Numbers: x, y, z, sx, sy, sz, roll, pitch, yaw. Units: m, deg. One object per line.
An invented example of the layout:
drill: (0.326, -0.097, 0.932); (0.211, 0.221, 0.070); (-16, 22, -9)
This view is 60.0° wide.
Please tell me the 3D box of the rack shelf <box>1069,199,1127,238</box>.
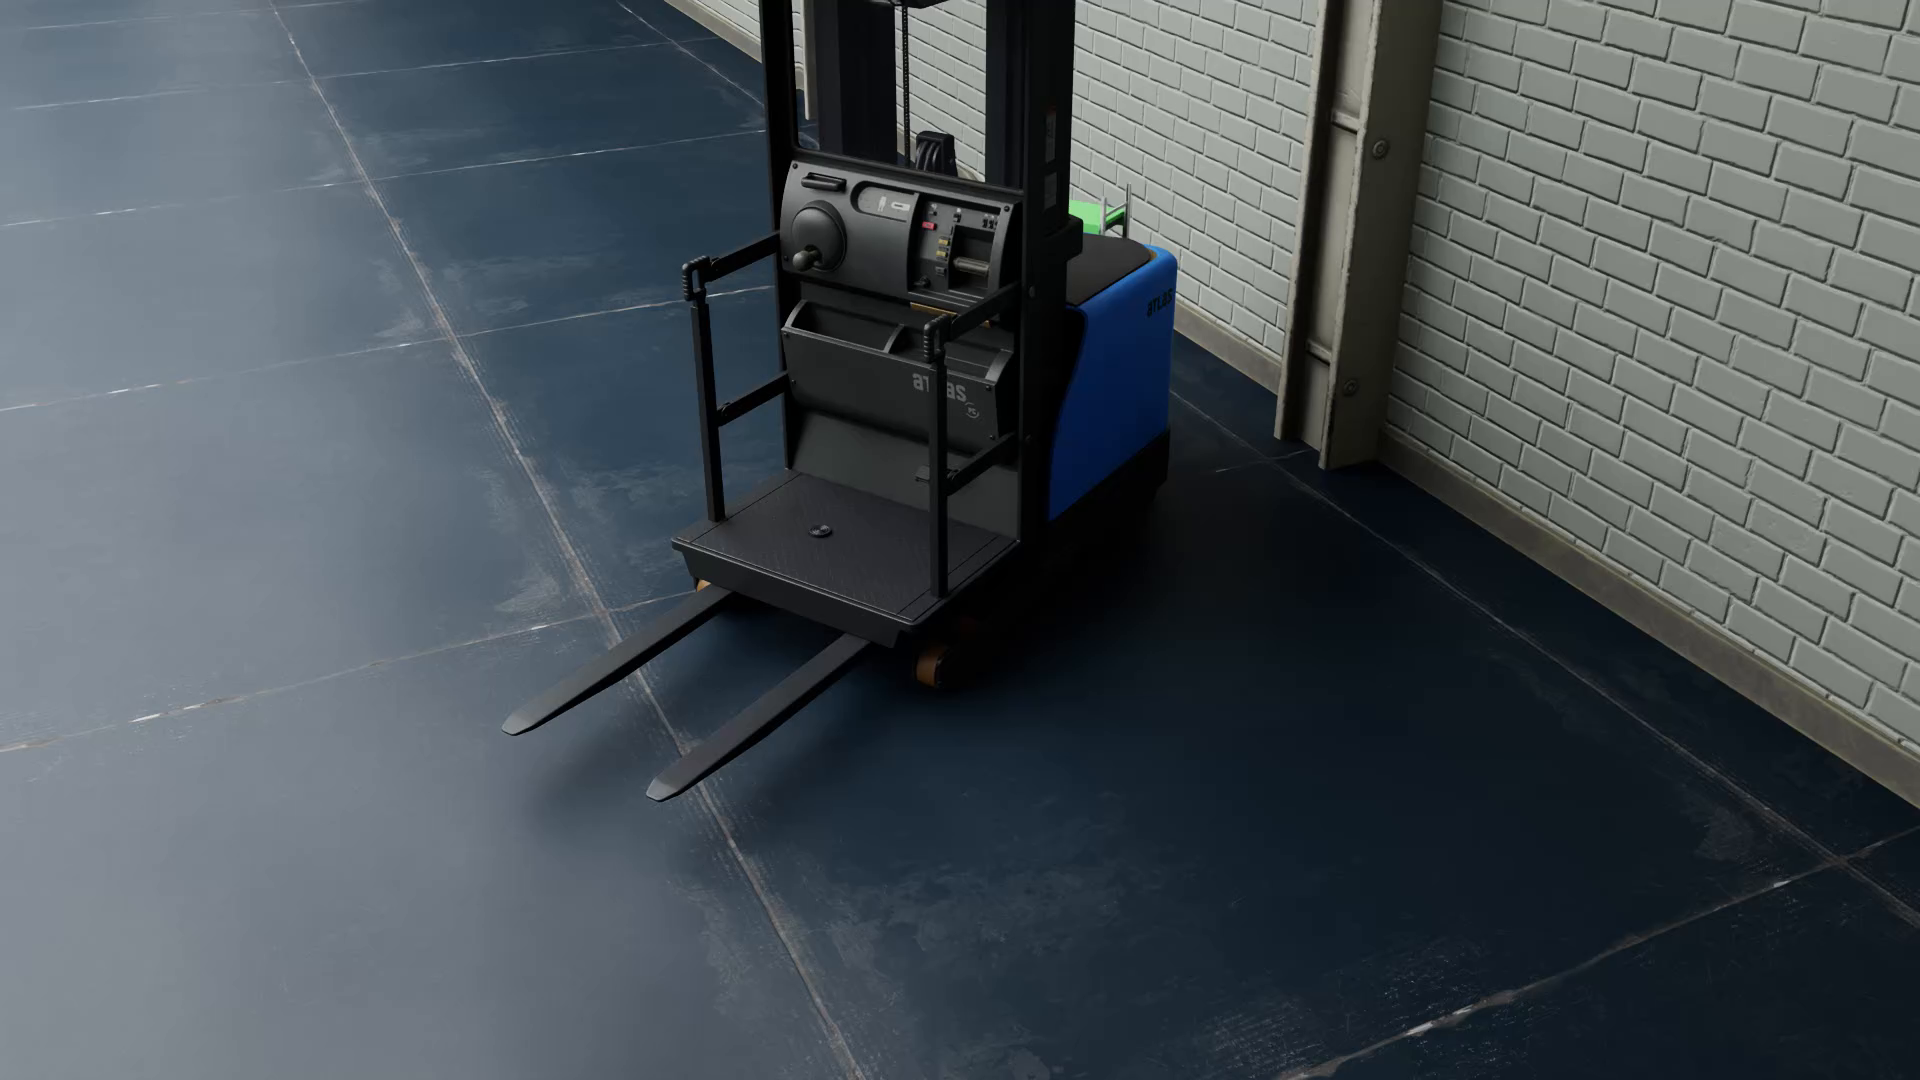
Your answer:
rack shelf: (0.442, -1.350, 7.081); (0.480, 0.148, 0.258); (17, 34, 28)

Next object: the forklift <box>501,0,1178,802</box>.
forklift: (-0.342, -1.021, 5.574); (1.130, 2.935, 3.031); (18, 34, 28)

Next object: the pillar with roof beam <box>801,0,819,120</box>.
pillar with roof beam: (-4.808, -6.096, 8.421); (9.100, 9.000, 0.400); (-13, 32, -22)

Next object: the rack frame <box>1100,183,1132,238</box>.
rack frame: (0.648, -0.923, 7.170); (0.015, 1.200, 0.240); (17, 34, 28)

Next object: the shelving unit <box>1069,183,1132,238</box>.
shelving unit: (0.442, -0.987, 7.284); (0.503, 1.200, 0.258); (17, 34, 28)

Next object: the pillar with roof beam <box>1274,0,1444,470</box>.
pillar with roof beam: (-2.232, -3.446, 3.694); (9.100, 9.000, 0.400); (-13, 32, -22)
